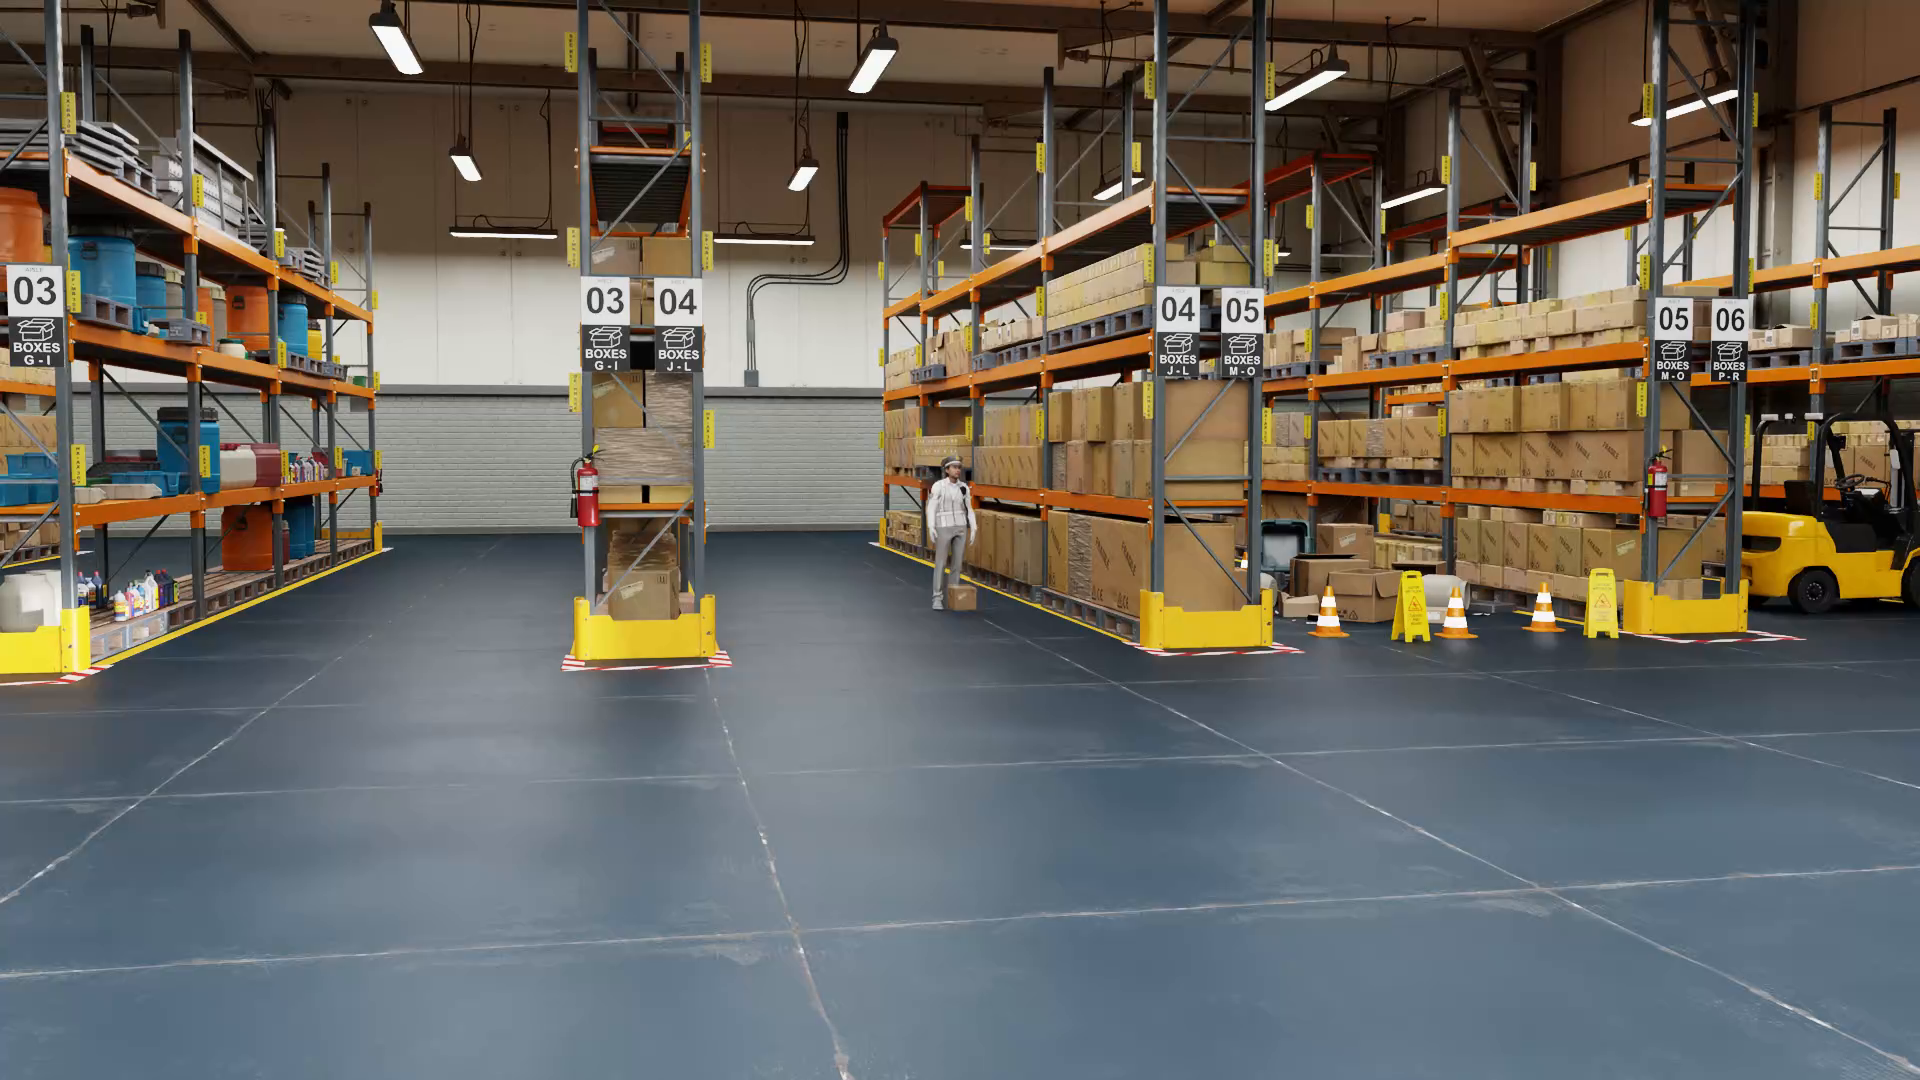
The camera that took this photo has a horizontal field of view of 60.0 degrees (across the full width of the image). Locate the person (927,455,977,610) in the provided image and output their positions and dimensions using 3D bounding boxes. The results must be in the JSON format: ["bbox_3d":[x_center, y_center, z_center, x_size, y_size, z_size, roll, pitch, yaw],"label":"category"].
[{"bbox_3d":[-0.074,-0.095,18.410,0.584,1.695,0.533,-1,3,-18],"label":"person"}]
